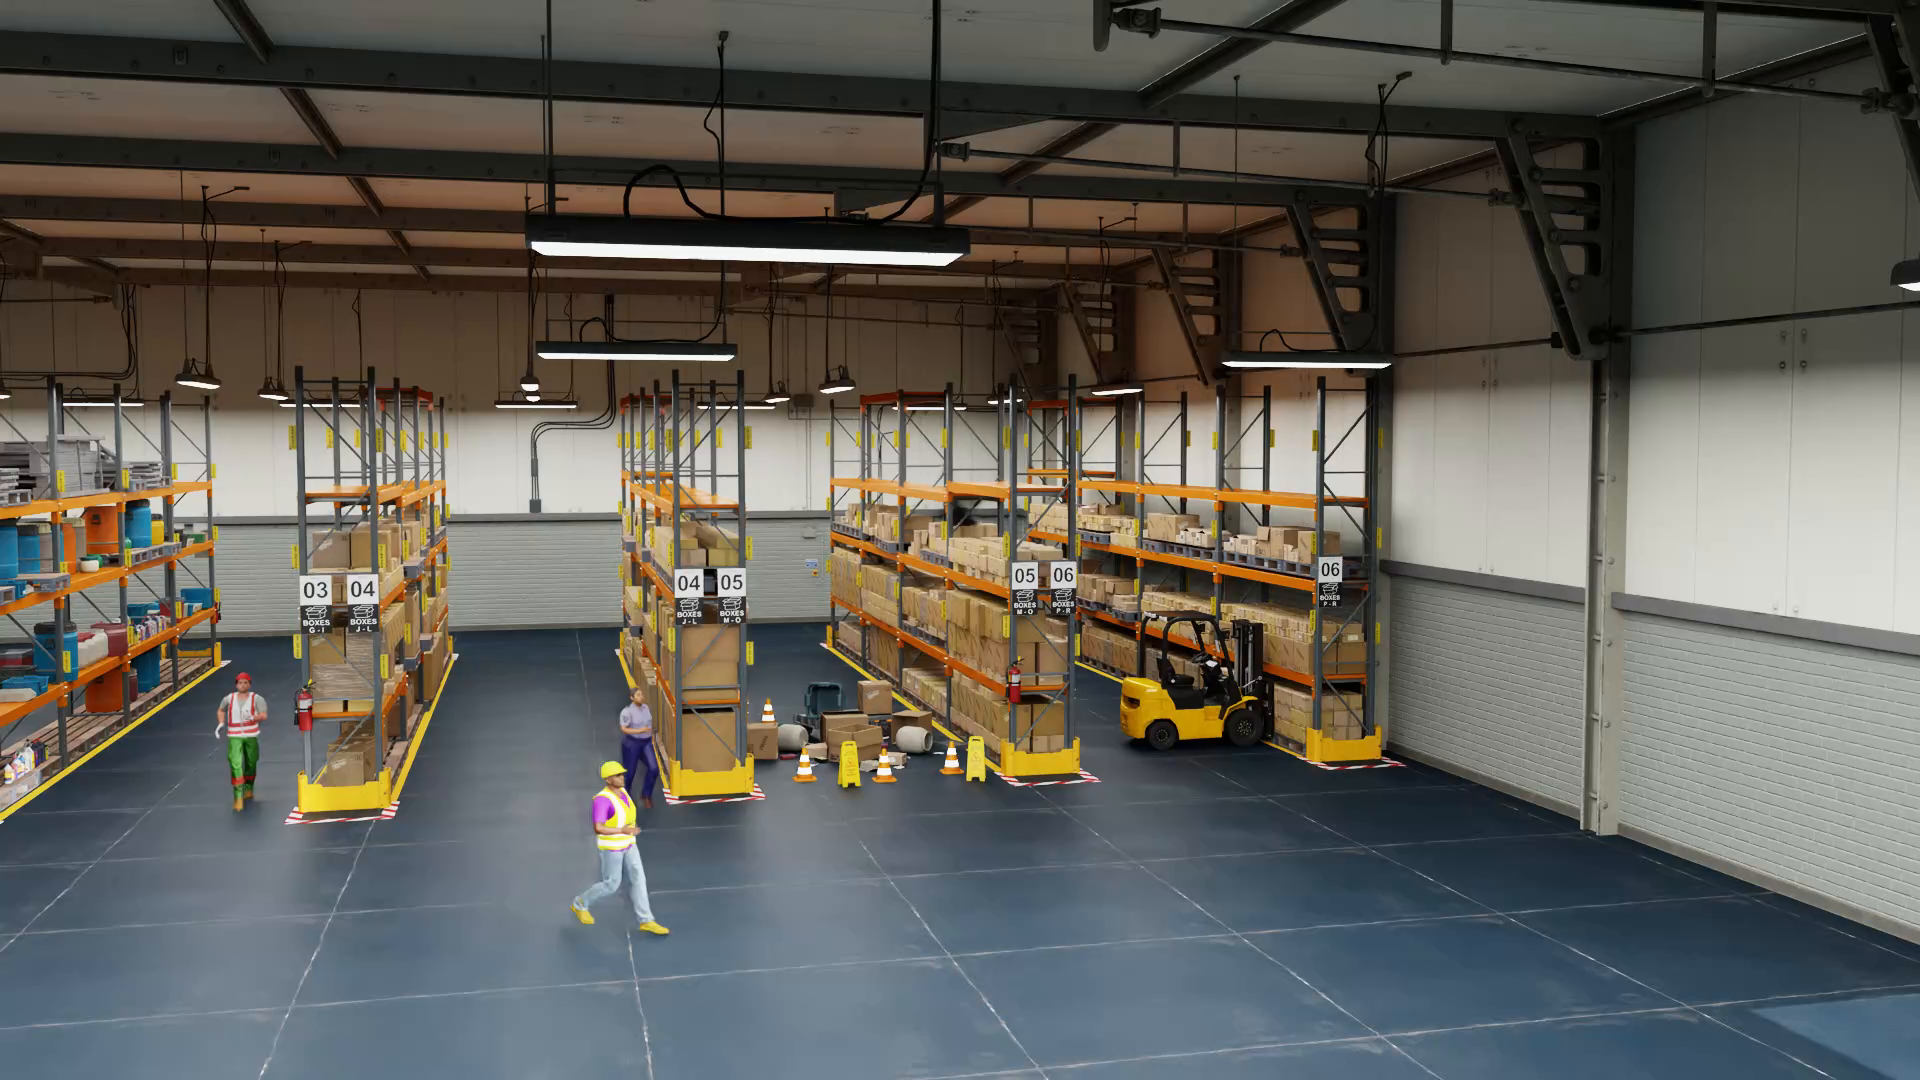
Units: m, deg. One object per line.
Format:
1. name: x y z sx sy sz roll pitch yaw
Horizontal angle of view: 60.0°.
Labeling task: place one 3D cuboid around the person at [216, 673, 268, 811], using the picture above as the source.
1. person: -9.847 2.742 22.806 0.667 1.826 0.756 -1 4 -22

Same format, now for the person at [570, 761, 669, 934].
1. person: -3.452 3.103 16.839 1.031 1.744 0.714 1 4 19

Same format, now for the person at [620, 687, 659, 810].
1. person: -4.368 2.840 22.623 0.606 1.684 0.685 -3 5 -43
